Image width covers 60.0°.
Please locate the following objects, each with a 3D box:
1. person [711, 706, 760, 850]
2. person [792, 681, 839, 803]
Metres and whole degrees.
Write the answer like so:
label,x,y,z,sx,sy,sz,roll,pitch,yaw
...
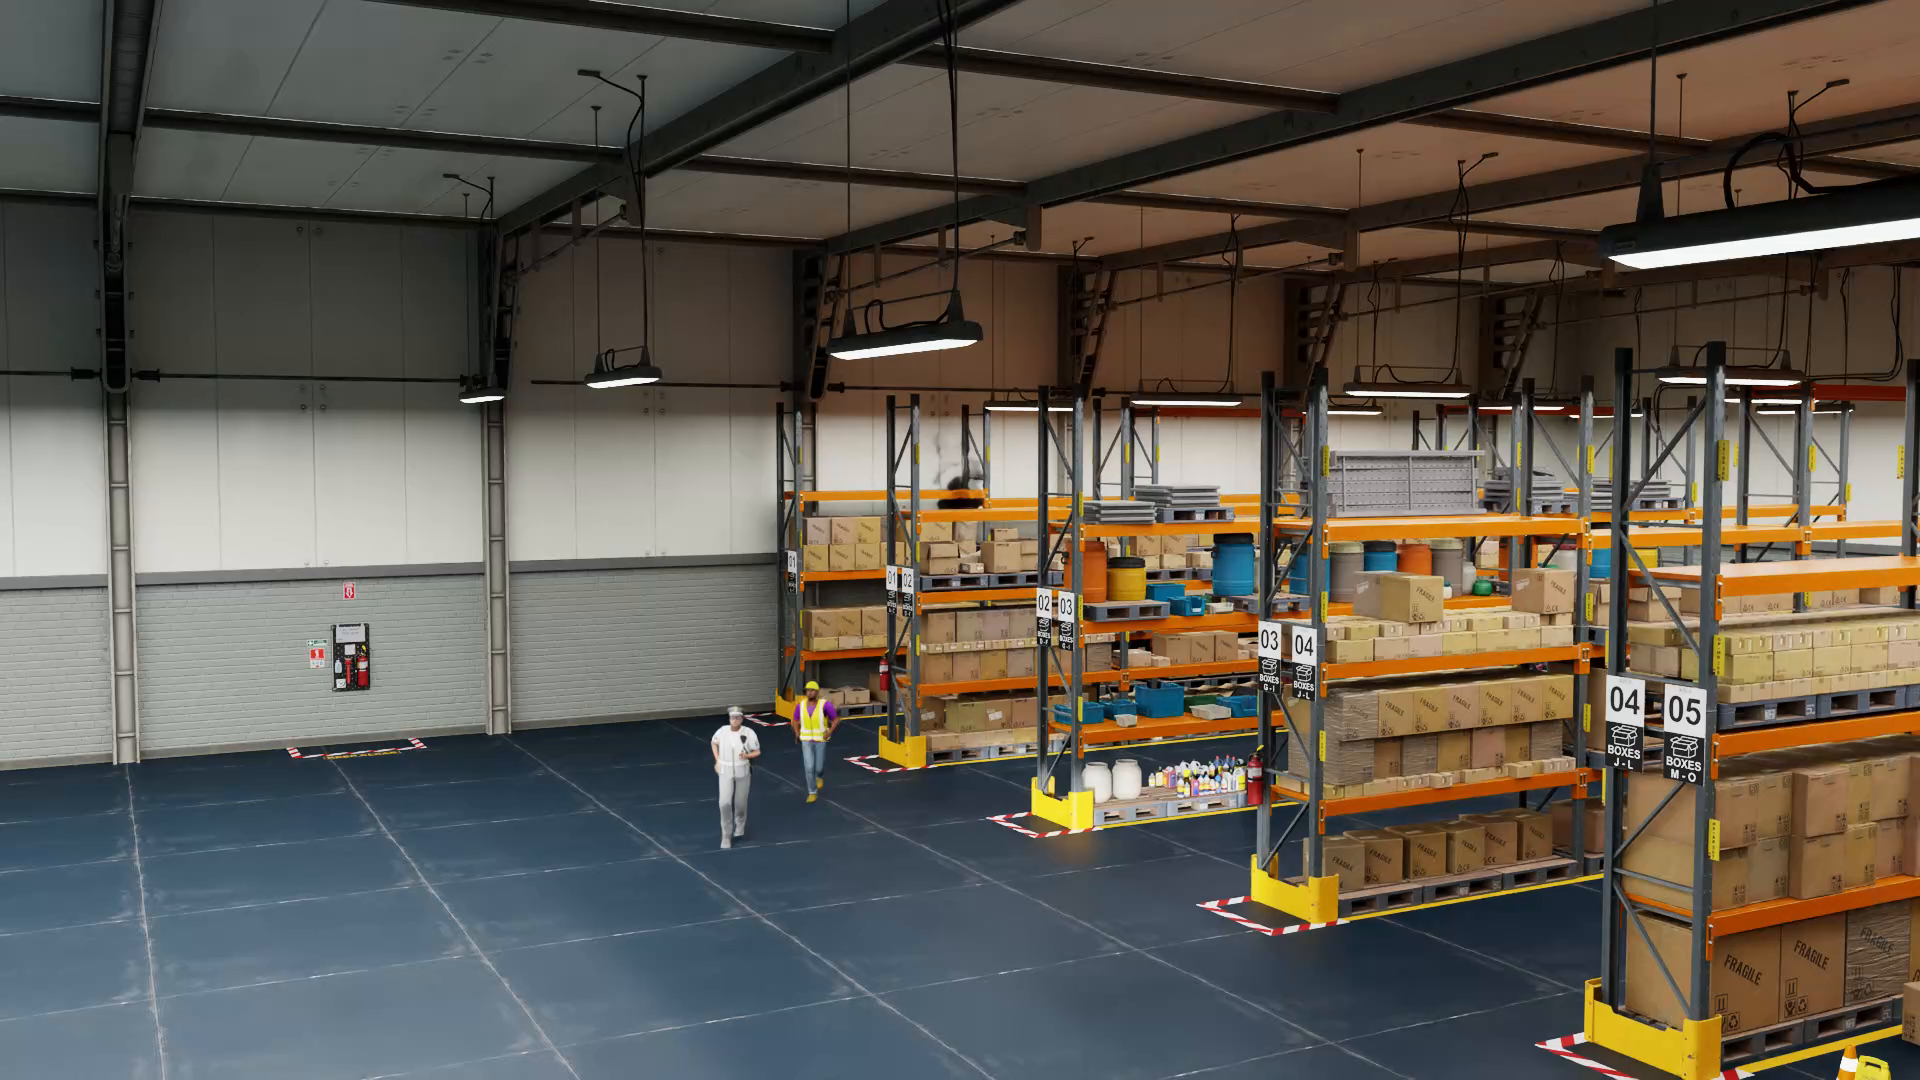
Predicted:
label,x,y,z,sx,sy,sz,roll,pitch,yaw
person,-2.911,3.069,21.583,0.642,1.854,0.786,0,3,-6
person,-2.124,2.930,24.321,0.693,1.744,0.669,0,3,6
